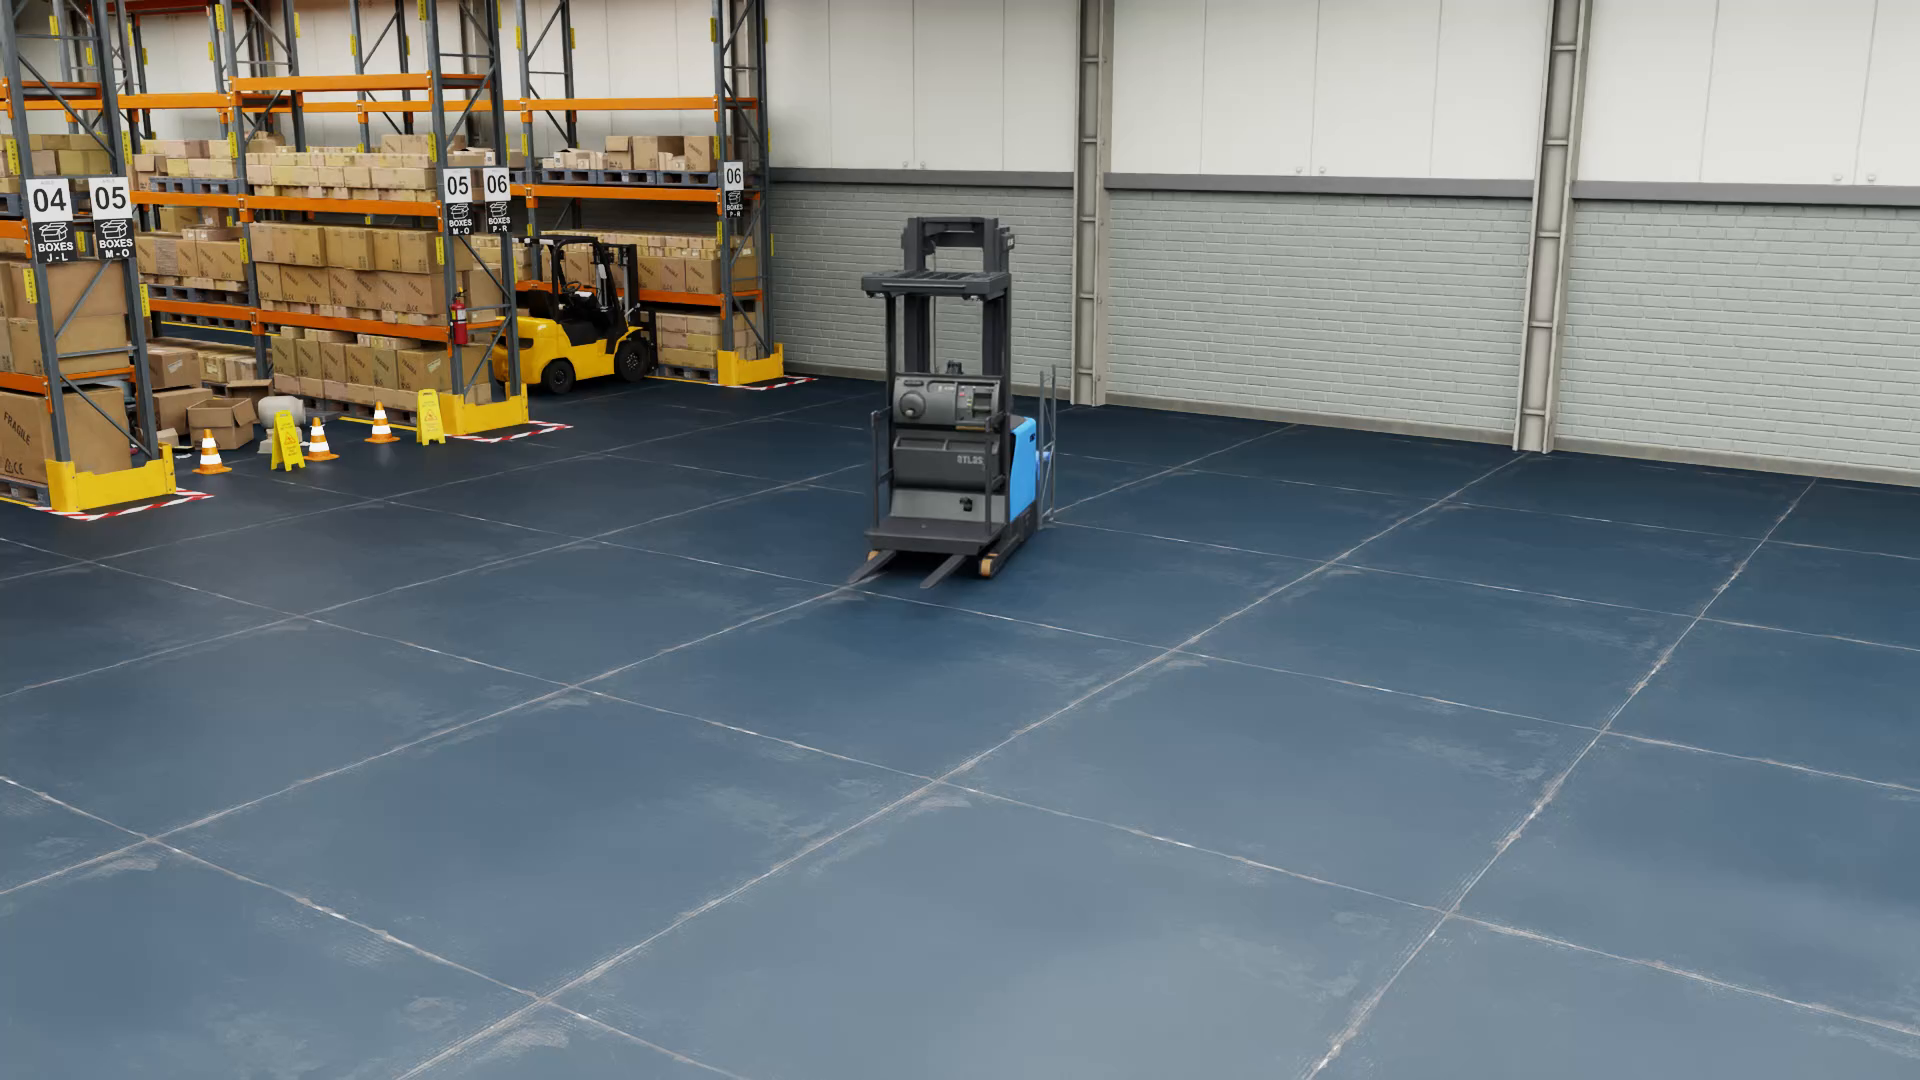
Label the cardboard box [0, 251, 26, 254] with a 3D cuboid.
[{"bbox_3d":[-10.289,-2.721,17.439,0.500,0.550,0.875,9,17,33],"label":"cardboard box"}]

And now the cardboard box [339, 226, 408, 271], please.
[{"bbox_3d":[-7.357,-3.685,20.984,0.500,0.500,0.700,9,16,32],"label":"cardboard box"}]

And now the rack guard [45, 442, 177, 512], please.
[{"bbox_3d":[-8.574,-0.647,16.823,0.348,0.500,1.175,9,17,33],"label":"rack guard"}]

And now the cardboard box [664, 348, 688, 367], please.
[{"bbox_3d":[-4.122,-2.792,25.135,0.500,0.250,0.500,9,17,33],"label":"cardboard box"}]

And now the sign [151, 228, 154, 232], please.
[{"bbox_3d":[-12.258,-4.570,25.224,0.005,0.325,0.100,9,17,33],"label":"sign"}]

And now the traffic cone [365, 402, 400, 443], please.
[{"bbox_3d":[-6.992,-1.433,20.077,0.334,0.463,0.336,9,17,33],"label":"traffic cone"}]

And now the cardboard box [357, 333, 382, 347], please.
[{"bbox_3d":[-7.492,-2.573,21.341,0.250,0.149,0.380,10,17,35],"label":"cardboard box"}]

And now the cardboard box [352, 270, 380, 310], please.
[{"bbox_3d":[-7.346,-3.211,21.151,0.500,0.500,0.500,9,17,33],"label":"cardboard box"}]

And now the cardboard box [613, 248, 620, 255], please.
[{"bbox_3d":[-5.078,-4.448,25.417,0.250,0.149,0.380,9,16,32],"label":"cardboard box"}]

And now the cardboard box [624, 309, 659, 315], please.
[{"bbox_3d":[-4.972,-3.411,25.554,0.500,0.250,0.500,9,16,32],"label":"cardboard box"}]

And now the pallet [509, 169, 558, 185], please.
[{"bbox_3d":[-7.206,-5.870,26.875,1.217,0.209,0.805,8,16,31],"label":"pallet"}]

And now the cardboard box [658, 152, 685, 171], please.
[{"bbox_3d":[-4.216,-5.582,24.513,0.258,0.266,0.396,9,17,33],"label":"cardboard box"}]

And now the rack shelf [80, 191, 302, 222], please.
[{"bbox_3d":[-10.894,-4.776,23.554,4.000,0.370,1.077,9,17,33],"label":"rack shelf"}]

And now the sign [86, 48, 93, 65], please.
[{"bbox_3d":[-16.727,-9.296,31.966,0.005,0.325,0.100,9,17,33],"label":"sign"}]

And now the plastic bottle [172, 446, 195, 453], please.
[{"bbox_3d":[-9.077,-1.054,19.382,0.283,0.061,0.133,3,14,14],"label":"plastic bottle"}]

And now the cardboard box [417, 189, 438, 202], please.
[{"bbox_3d":[-6.367,-4.190,20.216,0.250,0.149,0.380,9,17,33],"label":"cardboard box"}]

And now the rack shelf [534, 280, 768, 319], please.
[{"bbox_3d":[-4.808,-3.773,25.748,4.000,0.370,1.077,9,17,33],"label":"rack shelf"}]

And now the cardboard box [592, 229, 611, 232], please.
[{"bbox_3d":[-5.622,-4.841,26.388,0.250,0.149,0.380,9,17,32],"label":"cardboard box"}]

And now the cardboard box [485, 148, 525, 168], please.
[{"bbox_3d":[-7.204,-6.104,26.528,0.500,0.311,0.500,9,16,31],"label":"cardboard box"}]

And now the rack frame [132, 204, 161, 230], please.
[{"bbox_3d":[-16.425,-6.000,33.246,0.127,3.000,1.000,9,17,33],"label":"rack frame"}]

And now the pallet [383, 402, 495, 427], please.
[{"bbox_3d":[-6.633,-1.637,21.423,1.213,0.211,1.003,9,17,33],"label":"pallet"}]

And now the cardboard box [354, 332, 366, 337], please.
[{"bbox_3d":[-8.171,-2.540,22.556,0.500,0.500,0.500,10,17,34],"label":"cardboard box"}]

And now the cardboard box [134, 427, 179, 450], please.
[{"bbox_3d":[-9.459,-1.210,19.584,0.258,0.266,0.396,13,19,42],"label":"cardboard box"}]

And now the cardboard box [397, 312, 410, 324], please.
[{"bbox_3d":[-6.818,-2.800,20.842,0.250,0.149,0.380,9,16,32],"label":"cardboard box"}]

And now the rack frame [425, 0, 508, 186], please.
[{"bbox_3d":[-5.915,-5.776,19.857,0.127,3.000,1.000,9,17,33],"label":"rack frame"}]

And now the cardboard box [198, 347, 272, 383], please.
[{"bbox_3d":[-10.269,-2.494,23.679,0.625,0.372,0.950,10,17,36],"label":"cardboard box"}]

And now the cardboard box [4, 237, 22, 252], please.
[{"bbox_3d":[-14.383,-4.692,25.675,0.500,0.500,0.500,9,16,32],"label":"cardboard box"}]

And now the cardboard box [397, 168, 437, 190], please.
[{"bbox_3d":[-6.490,-4.407,20.260,0.500,0.250,0.500,9,16,32],"label":"cardboard box"}]

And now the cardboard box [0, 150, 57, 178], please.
[{"bbox_3d":[-9.156,-3.654,16.135,0.500,0.250,0.500,9,17,34],"label":"cardboard box"}]

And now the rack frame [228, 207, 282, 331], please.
[{"bbox_3d":[-13.105,-5.464,31.079,0.127,3.000,1.000,9,17,33],"label":"rack frame"}]

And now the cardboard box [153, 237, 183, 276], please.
[{"bbox_3d":[-11.018,-4.020,23.547,0.500,0.500,0.500,8,16,31],"label":"cardboard box"}]

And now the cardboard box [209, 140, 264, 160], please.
[{"bbox_3d":[-9.786,-5.283,22.503,0.500,0.250,0.500,10,17,34],"label":"cardboard box"}]

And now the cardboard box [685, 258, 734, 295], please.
[{"bbox_3d":[-3.703,-3.917,24.621,0.500,0.500,0.500,9,16,32],"label":"cardboard box"}]

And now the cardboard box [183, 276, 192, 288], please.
[{"bbox_3d":[-10.654,-3.636,23.345,0.250,0.149,0.380,9,17,33],"label":"cardboard box"}]

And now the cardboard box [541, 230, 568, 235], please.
[{"bbox_3d":[-6.368,-4.797,26.207,0.250,0.149,0.380,10,17,34],"label":"cardboard box"}]

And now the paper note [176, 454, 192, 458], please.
[{"bbox_3d":[-8.913,-0.965,19.087,0.144,0.017,0.142,-10,17,-35],"label":"paper note"}]

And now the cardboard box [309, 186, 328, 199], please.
[{"bbox_3d":[-8.092,-4.454,21.279,0.250,0.149,0.380,9,16,32],"label":"cardboard box"}]

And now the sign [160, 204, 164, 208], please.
[{"bbox_3d":[-16.098,-6.823,33.505,0.005,0.325,0.100,9,17,33],"label":"sign"}]

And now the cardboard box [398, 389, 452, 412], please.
[{"bbox_3d":[-6.756,-1.791,21.092,0.500,0.250,0.500,9,17,33],"label":"cardboard box"}]

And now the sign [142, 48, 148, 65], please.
[{"bbox_3d":[-16.098,-9.550,32.830,0.005,0.325,0.100,9,17,33],"label":"sign"}]

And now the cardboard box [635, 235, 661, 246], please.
[{"bbox_3d":[-4.678,-4.519,25.087,0.250,0.149,0.380,10,17,34],"label":"cardboard box"}]

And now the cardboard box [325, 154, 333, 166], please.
[{"bbox_3d":[-7.819,-4.822,21.110,0.250,0.149,0.380,10,17,34],"label":"cardboard box"}]

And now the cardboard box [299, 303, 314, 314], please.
[{"bbox_3d":[-8.490,-3.079,21.969,0.250,0.149,0.380,10,17,35],"label":"cardboard box"}]

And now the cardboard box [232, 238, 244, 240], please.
[{"bbox_3d":[-9.879,-3.984,23.402,0.500,0.500,0.500,9,17,33],"label":"cardboard box"}]

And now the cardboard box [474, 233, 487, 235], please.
[{"bbox_3d":[-8.119,-5.085,27.992,0.250,0.149,0.380,10,17,34],"label":"cardboard box"}]

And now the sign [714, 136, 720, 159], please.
[{"bbox_3d":[-3.463,-5.595,23.691,0.005,0.325,0.100,9,17,33],"label":"sign"}]

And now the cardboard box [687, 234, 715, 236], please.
[{"bbox_3d":[-3.930,-4.560,25.253,0.250,0.149,0.380,9,17,33],"label":"cardboard box"}]

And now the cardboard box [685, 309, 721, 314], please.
[{"bbox_3d":[-3.858,-3.377,25.418,0.500,0.250,0.500,9,17,33],"label":"cardboard box"}]

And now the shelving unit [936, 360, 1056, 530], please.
[{"bbox_3d":[0.338,-0.919,15.840,1.048,1.500,0.538,4,15,17],"label":"shelving unit"}]

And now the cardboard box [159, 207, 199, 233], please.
[{"bbox_3d":[-14.954,-6.120,31.863,0.500,0.500,0.500,10,17,34],"label":"cardboard box"}]

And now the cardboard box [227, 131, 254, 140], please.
[{"bbox_3d":[-13.050,-7.286,30.156,0.258,0.266,0.396,9,17,32],"label":"cardboard box"}]

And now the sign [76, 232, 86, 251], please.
[{"bbox_3d":[-12.861,-4.388,24.324,0.005,0.325,0.100,9,17,33],"label":"sign"}]

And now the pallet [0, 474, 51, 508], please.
[{"bbox_3d":[-9.301,-0.602,17.241,1.213,0.211,1.003,9,17,33],"label":"pallet"}]

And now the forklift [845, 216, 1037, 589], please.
[{"bbox_3d":[-0.170,-1.206,14.024,1.130,2.935,3.031,4,14,15],"label":"forklift"}]
